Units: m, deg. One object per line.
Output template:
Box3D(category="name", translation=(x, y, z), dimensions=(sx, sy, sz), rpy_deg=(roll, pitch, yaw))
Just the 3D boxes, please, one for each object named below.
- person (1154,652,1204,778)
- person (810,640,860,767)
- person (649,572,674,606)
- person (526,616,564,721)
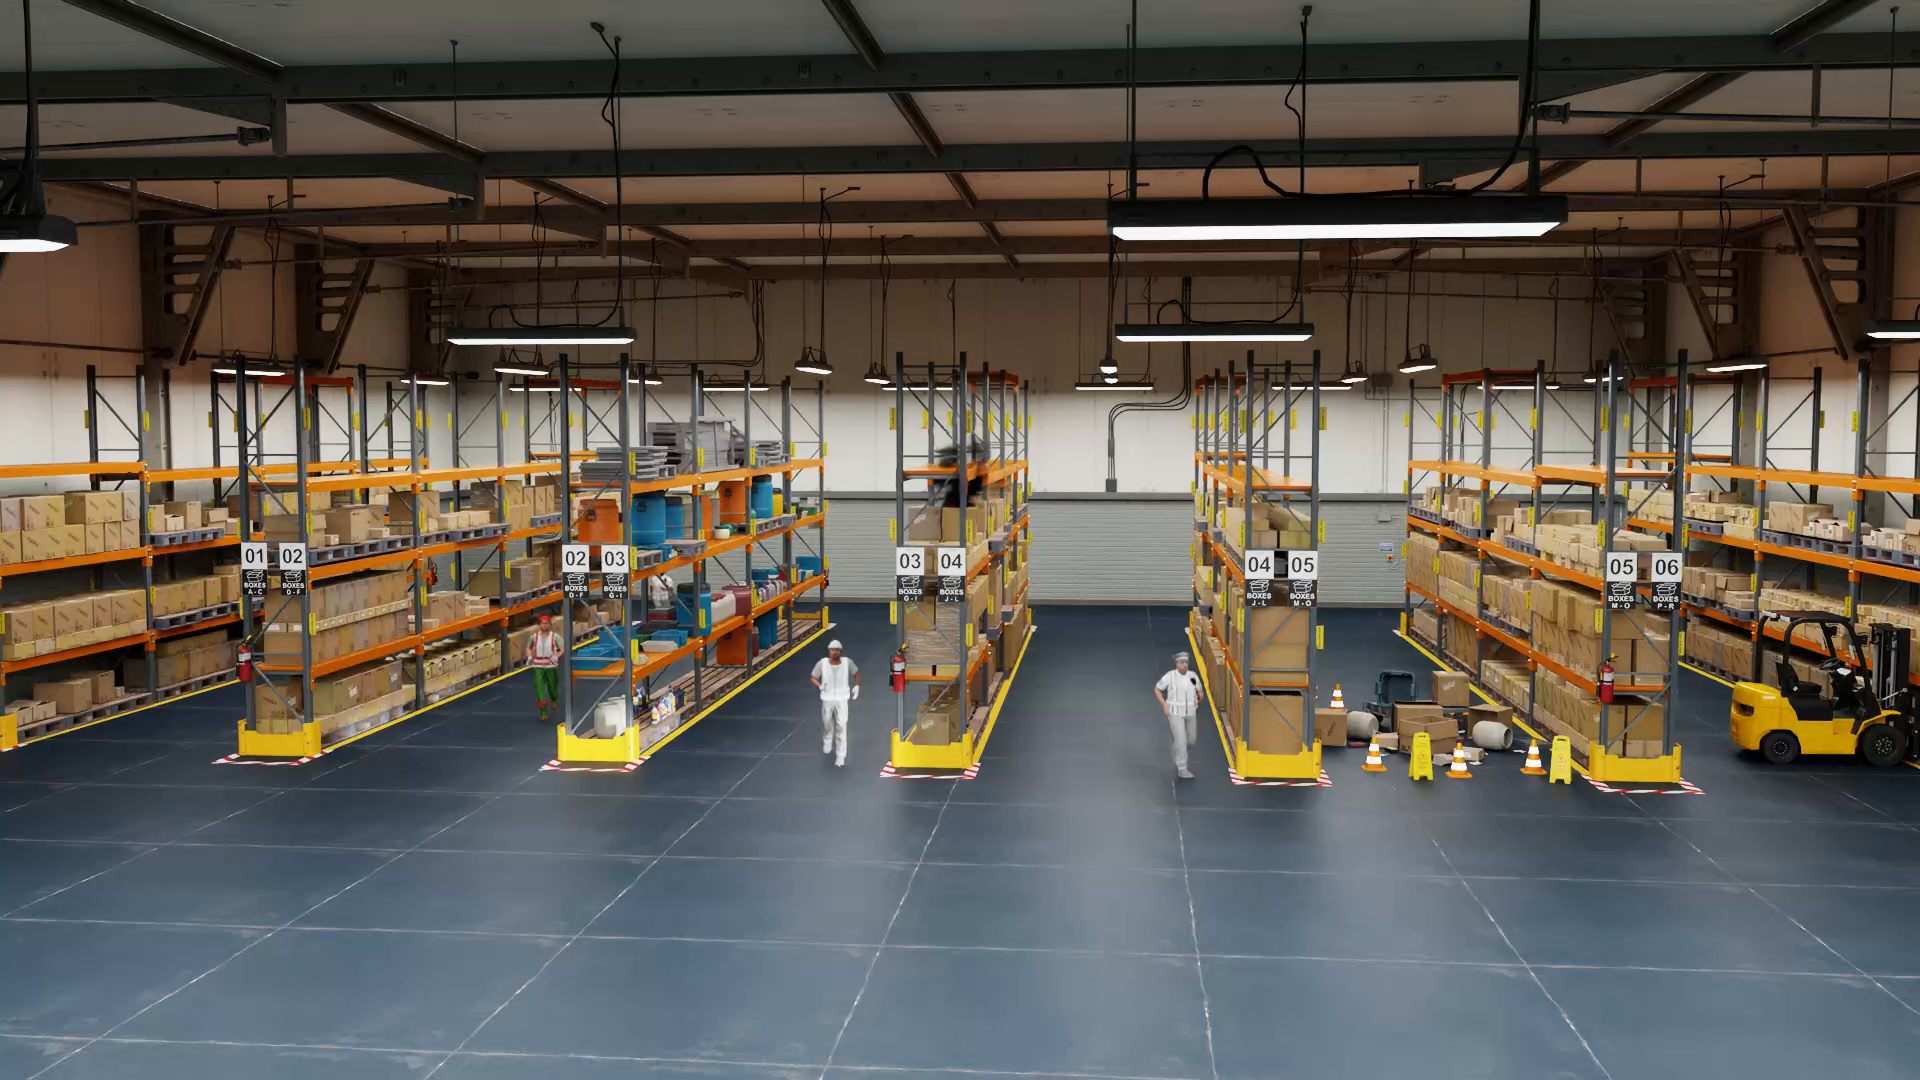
Box3D(category="person", translation=(3.121, 2.444, 23.560), dimensions=(0.689, 1.755, 0.885), rpy_deg=(-1, 4, -16))
Box3D(category="person", translation=(-1.835, 2.360, 24.471), dimensions=(0.739, 1.790, 0.955), rpy_deg=(0, 4, -4))
Box3D(category="person", translation=(-6.910, 1.403, 38.470), dimensions=(0.571, 1.700, 0.895), rpy_deg=(0, 4, -7))
Box3D(category="person", translation=(-6.977, 2.142, 27.981), dimensions=(0.663, 1.748, 0.780), rpy_deg=(0, 4, -6))
